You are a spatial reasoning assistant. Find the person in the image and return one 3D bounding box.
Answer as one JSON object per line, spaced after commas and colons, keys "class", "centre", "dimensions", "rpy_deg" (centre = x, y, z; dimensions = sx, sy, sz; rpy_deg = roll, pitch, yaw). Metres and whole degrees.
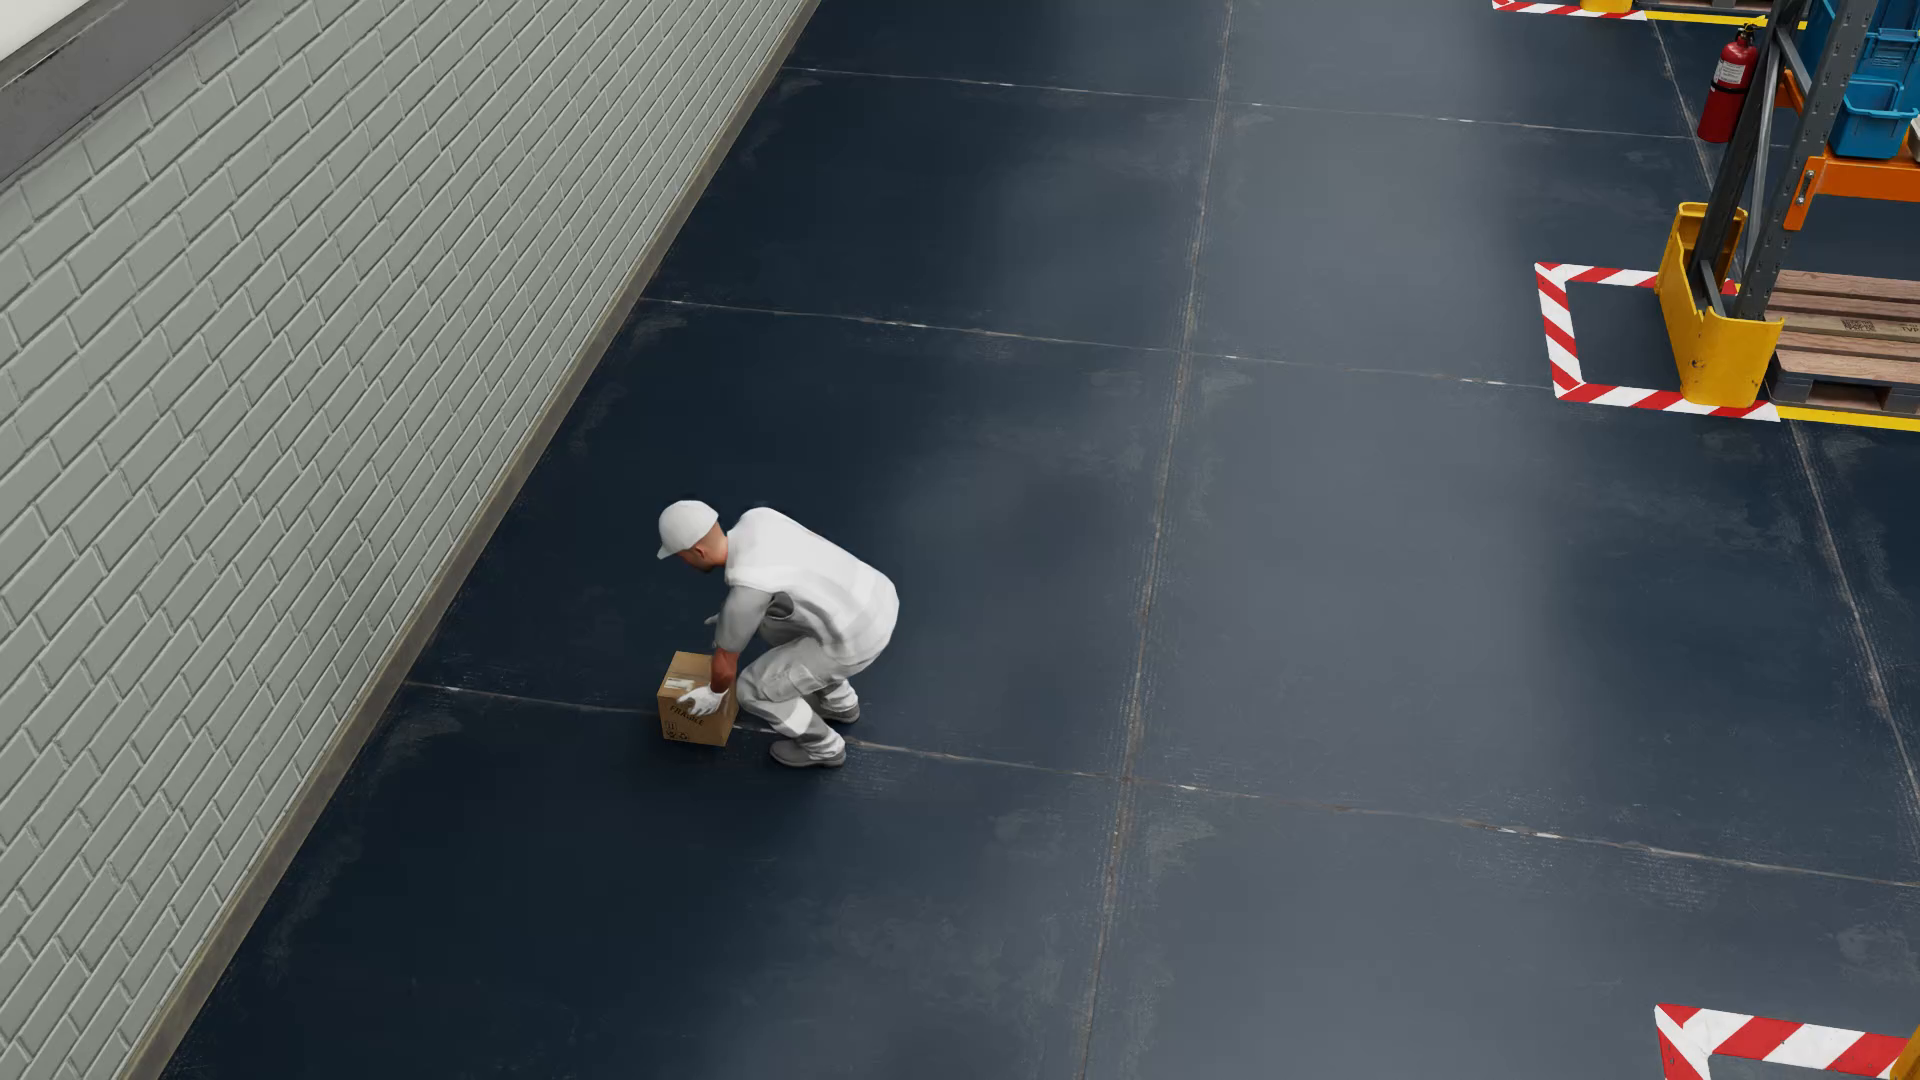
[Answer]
{"class": "person", "centre": [-0.663, 0.345, 6.209], "dimensions": [0.852, 1.172, 0.585], "rpy_deg": [6, 41, 8]}
